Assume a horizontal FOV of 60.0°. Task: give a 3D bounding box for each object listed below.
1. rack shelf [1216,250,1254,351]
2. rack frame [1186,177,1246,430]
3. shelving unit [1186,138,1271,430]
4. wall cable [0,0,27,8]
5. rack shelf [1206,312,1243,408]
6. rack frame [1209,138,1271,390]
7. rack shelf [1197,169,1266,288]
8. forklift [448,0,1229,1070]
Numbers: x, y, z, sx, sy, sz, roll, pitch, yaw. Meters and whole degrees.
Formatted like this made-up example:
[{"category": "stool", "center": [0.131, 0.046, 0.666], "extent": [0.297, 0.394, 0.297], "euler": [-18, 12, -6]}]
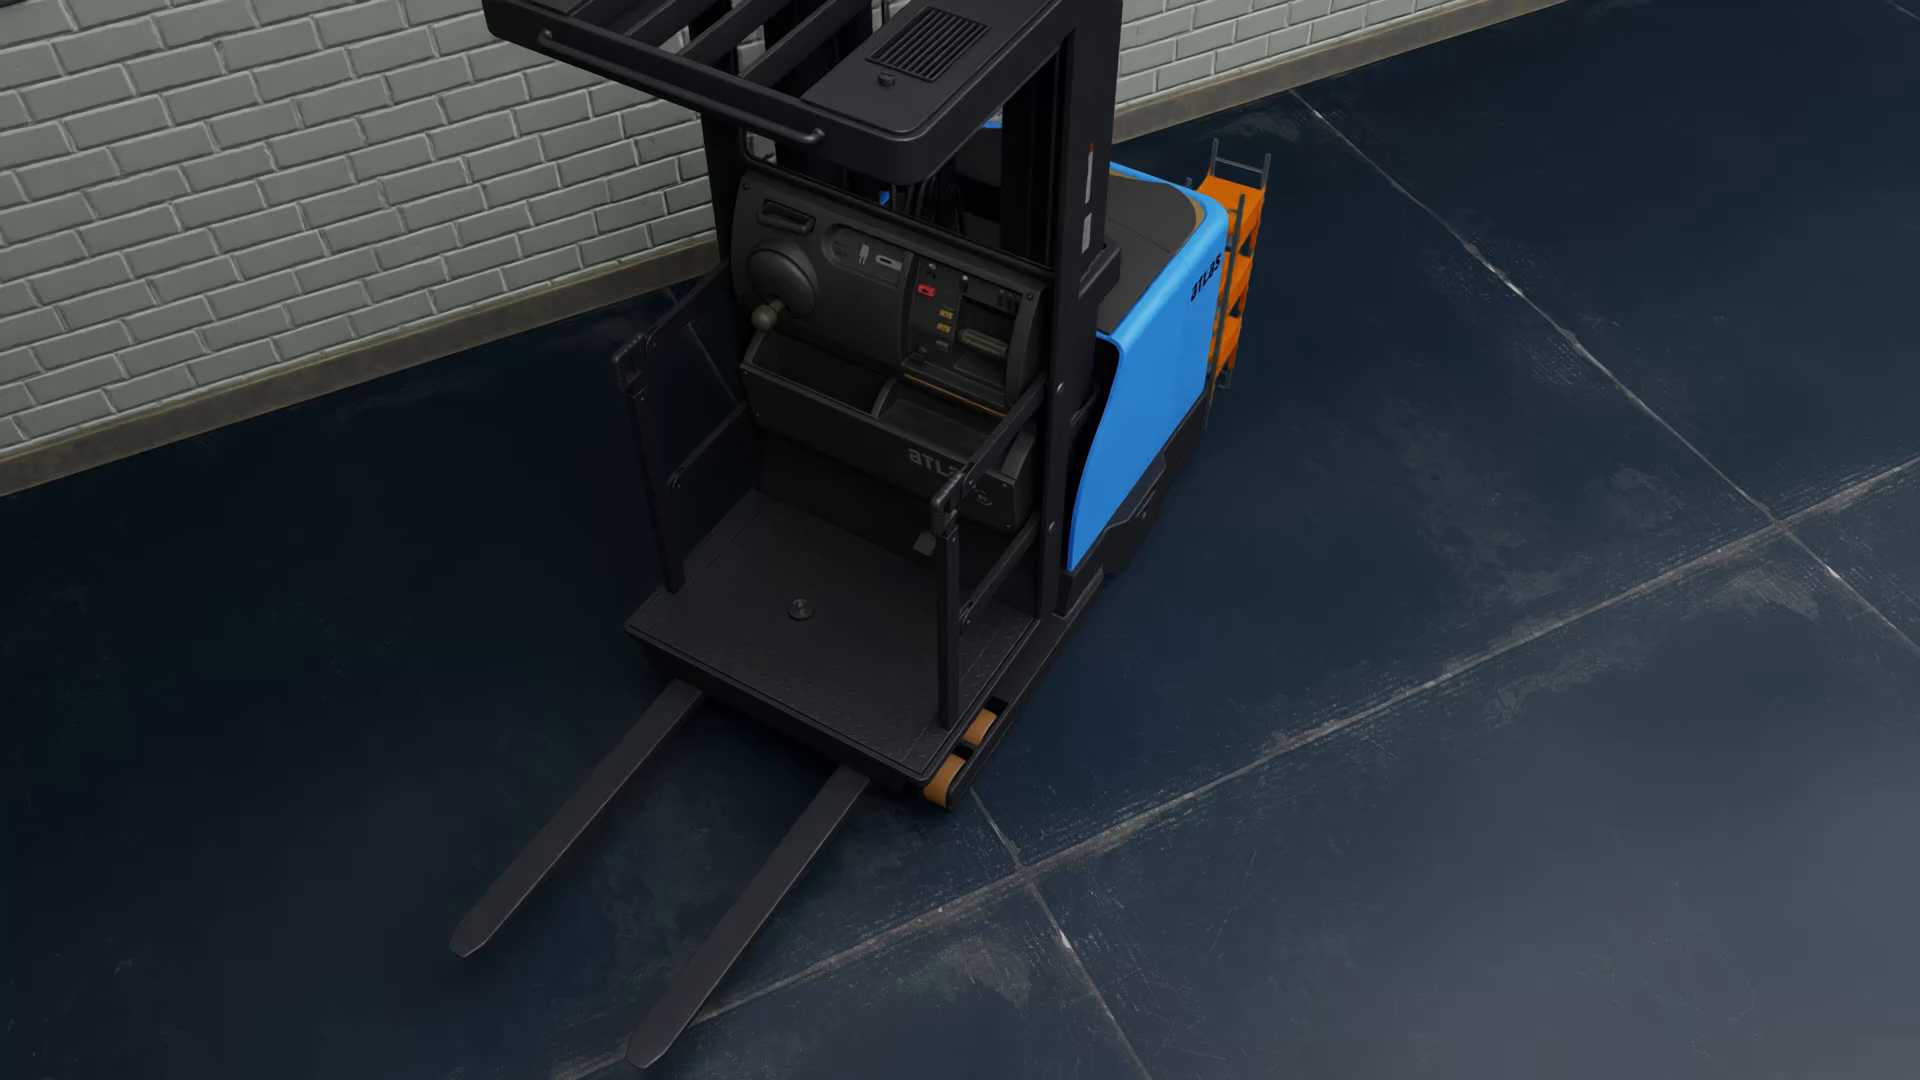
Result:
[{"category": "rack shelf", "center": [0.872, -0.861, 5.817], "extent": [0.215, 0.259, 0.240], "euler": [21, 51, 17]}, {"category": "rack frame", "center": [0.817, -0.787, 5.736], "extent": [0.200, 1.050, 0.008], "euler": [21, 51, 17]}, {"category": "shelving unit", "center": [0.872, -0.868, 5.809], "extent": [0.215, 1.050, 0.252], "euler": [21, 51, 17]}, {"category": "wall cable", "center": [-3.801, -1.921, 3.515], "extent": [3.097, 2.526, 0.112], "euler": [-21, 52, -18]}, {"category": "rack shelf", "center": [0.868, -0.676, 6.024], "extent": [0.215, 0.259, 0.240], "euler": [21, 51, 17]}, {"category": "rack frame", "center": [0.926, -0.949, 5.882], "extent": [0.200, 1.050, 0.008], "euler": [21, 51, 17]}, {"category": "rack shelf", "center": [0.875, -1.050, 5.605], "extent": [0.215, 0.259, 0.240], "euler": [21, 51, 17]}, {"category": "forklift", "center": [-0.321, -0.563, 4.295], "extent": [1.130, 2.935, 3.031], "euler": [24, 53, 20]}]
